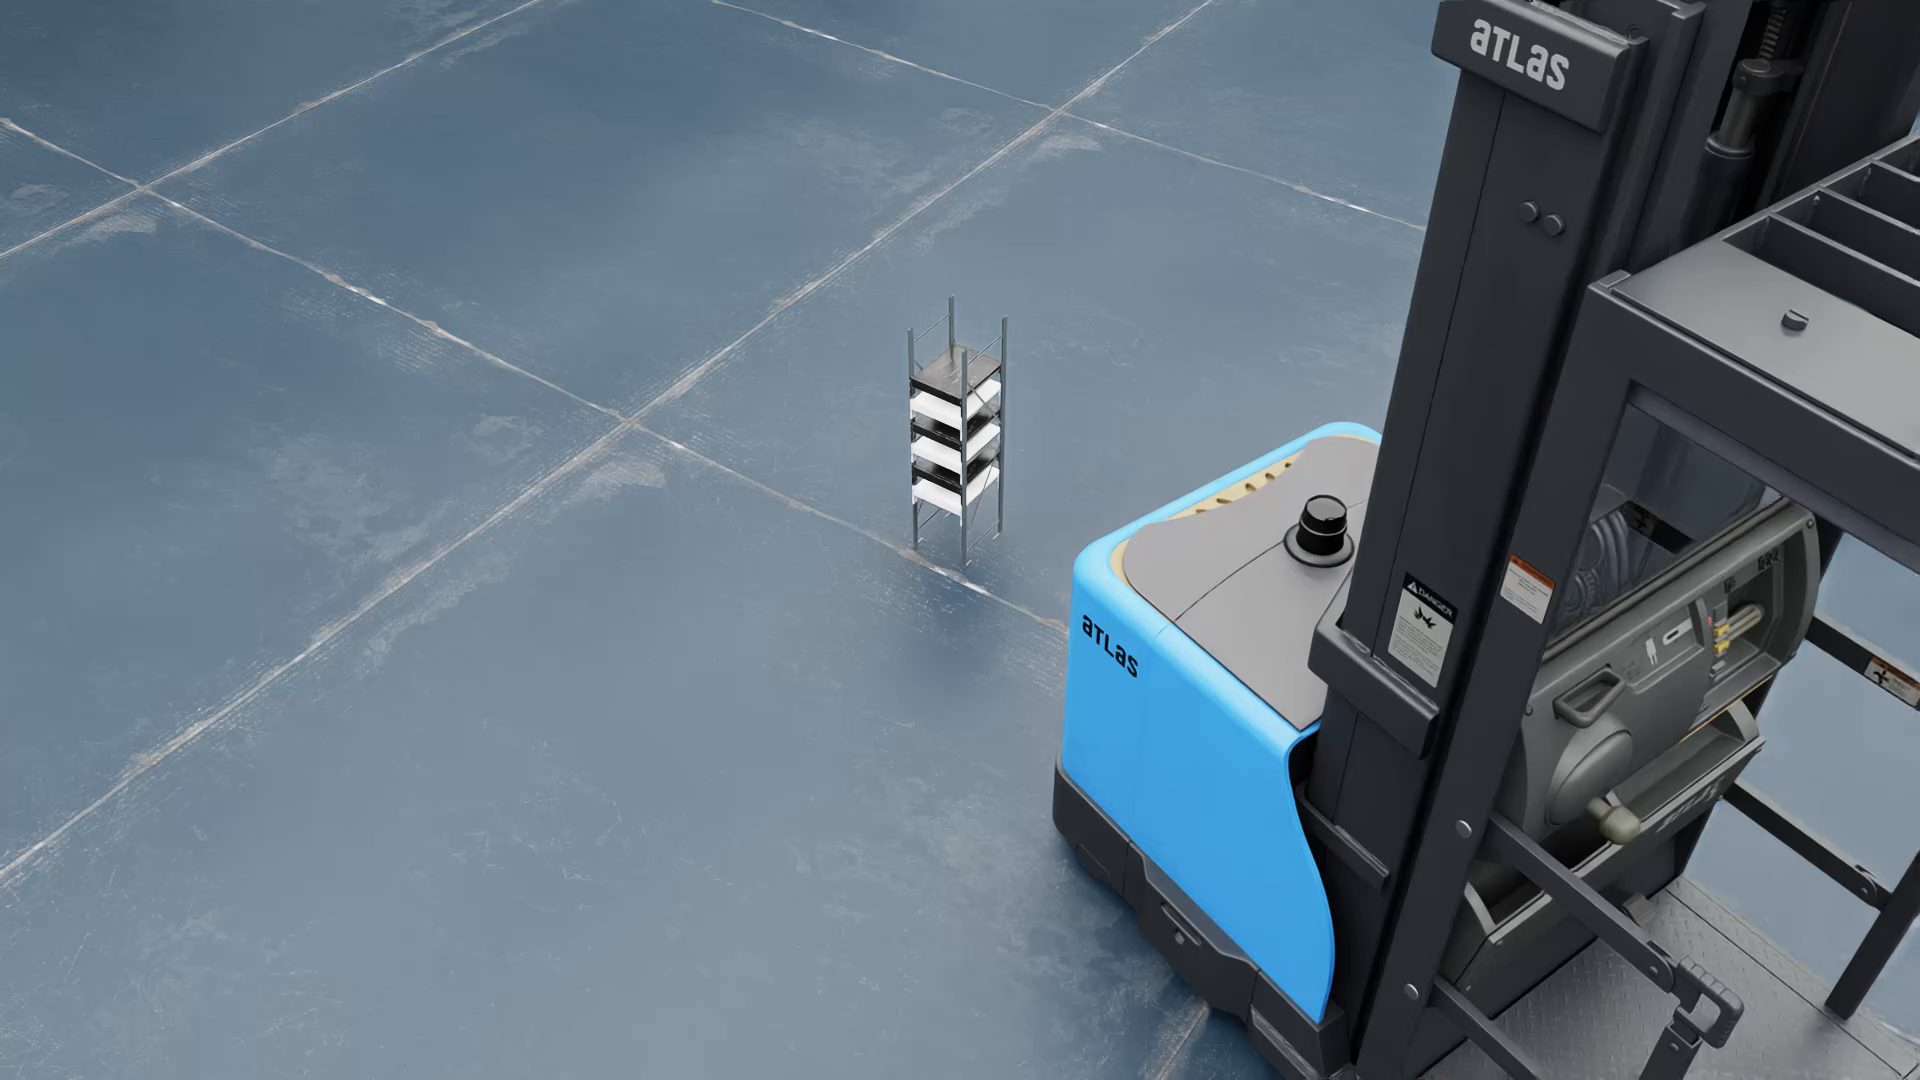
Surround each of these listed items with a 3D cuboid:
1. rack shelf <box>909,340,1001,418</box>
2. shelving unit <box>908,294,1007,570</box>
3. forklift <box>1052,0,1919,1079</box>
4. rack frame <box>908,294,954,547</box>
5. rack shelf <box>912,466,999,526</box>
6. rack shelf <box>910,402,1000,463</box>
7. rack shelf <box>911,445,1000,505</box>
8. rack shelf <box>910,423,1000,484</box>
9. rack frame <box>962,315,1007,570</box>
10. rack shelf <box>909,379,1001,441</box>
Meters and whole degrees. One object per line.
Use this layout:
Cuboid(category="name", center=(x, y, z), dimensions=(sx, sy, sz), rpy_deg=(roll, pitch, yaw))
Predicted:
Cuboid(category="rack shelf", center=(-0.007, -0.515, 5.296), dimensions=(0.200, 0.077, 0.258), rpy_deg=(25, 48, 25))
Cuboid(category="shelving unit", center=(-0.007, -0.338, 5.453), dimensions=(0.210, 0.900, 0.258), rpy_deg=(25, 48, 25))
Cuboid(category="forklift", center=(1.537, 0.345, 3.167), dimensions=(1.130, 2.935, 3.031), rpy_deg=(-26, 48, -26))
Cuboid(category="rack frame", center=(-0.090, -0.377, 5.497), dimensions=(0.006, 0.900, 0.240), rpy_deg=(25, 48, 25))
Cuboid(category="rack shelf", center=(-0.007, -0.179, 5.596), dimensions=(0.200, 0.077, 0.258), rpy_deg=(25, 48, 25))
Cuboid(category="rack shelf", center=(-0.007, -0.381, 5.416), dimensions=(0.200, 0.077, 0.258), rpy_deg=(25, 48, 25))
Cuboid(category="rack shelf", center=(-0.007, -0.247, 5.536), dimensions=(0.200, 0.077, 0.258), rpy_deg=(25, 48, 25))
Cuboid(category="rack shelf", center=(-0.007, -0.314, 5.476), dimensions=(0.200, 0.077, 0.258), rpy_deg=(25, 48, 25))
Cuboid(category="rack frame", center=(0.077, -0.300, 5.410), dimensions=(0.006, 0.900, 0.240), rpy_deg=(25, 48, 25))
Cuboid(category="rack shelf", center=(-0.007, -0.448, 5.356), dimensions=(0.200, 0.077, 0.258), rpy_deg=(25, 48, 25))
